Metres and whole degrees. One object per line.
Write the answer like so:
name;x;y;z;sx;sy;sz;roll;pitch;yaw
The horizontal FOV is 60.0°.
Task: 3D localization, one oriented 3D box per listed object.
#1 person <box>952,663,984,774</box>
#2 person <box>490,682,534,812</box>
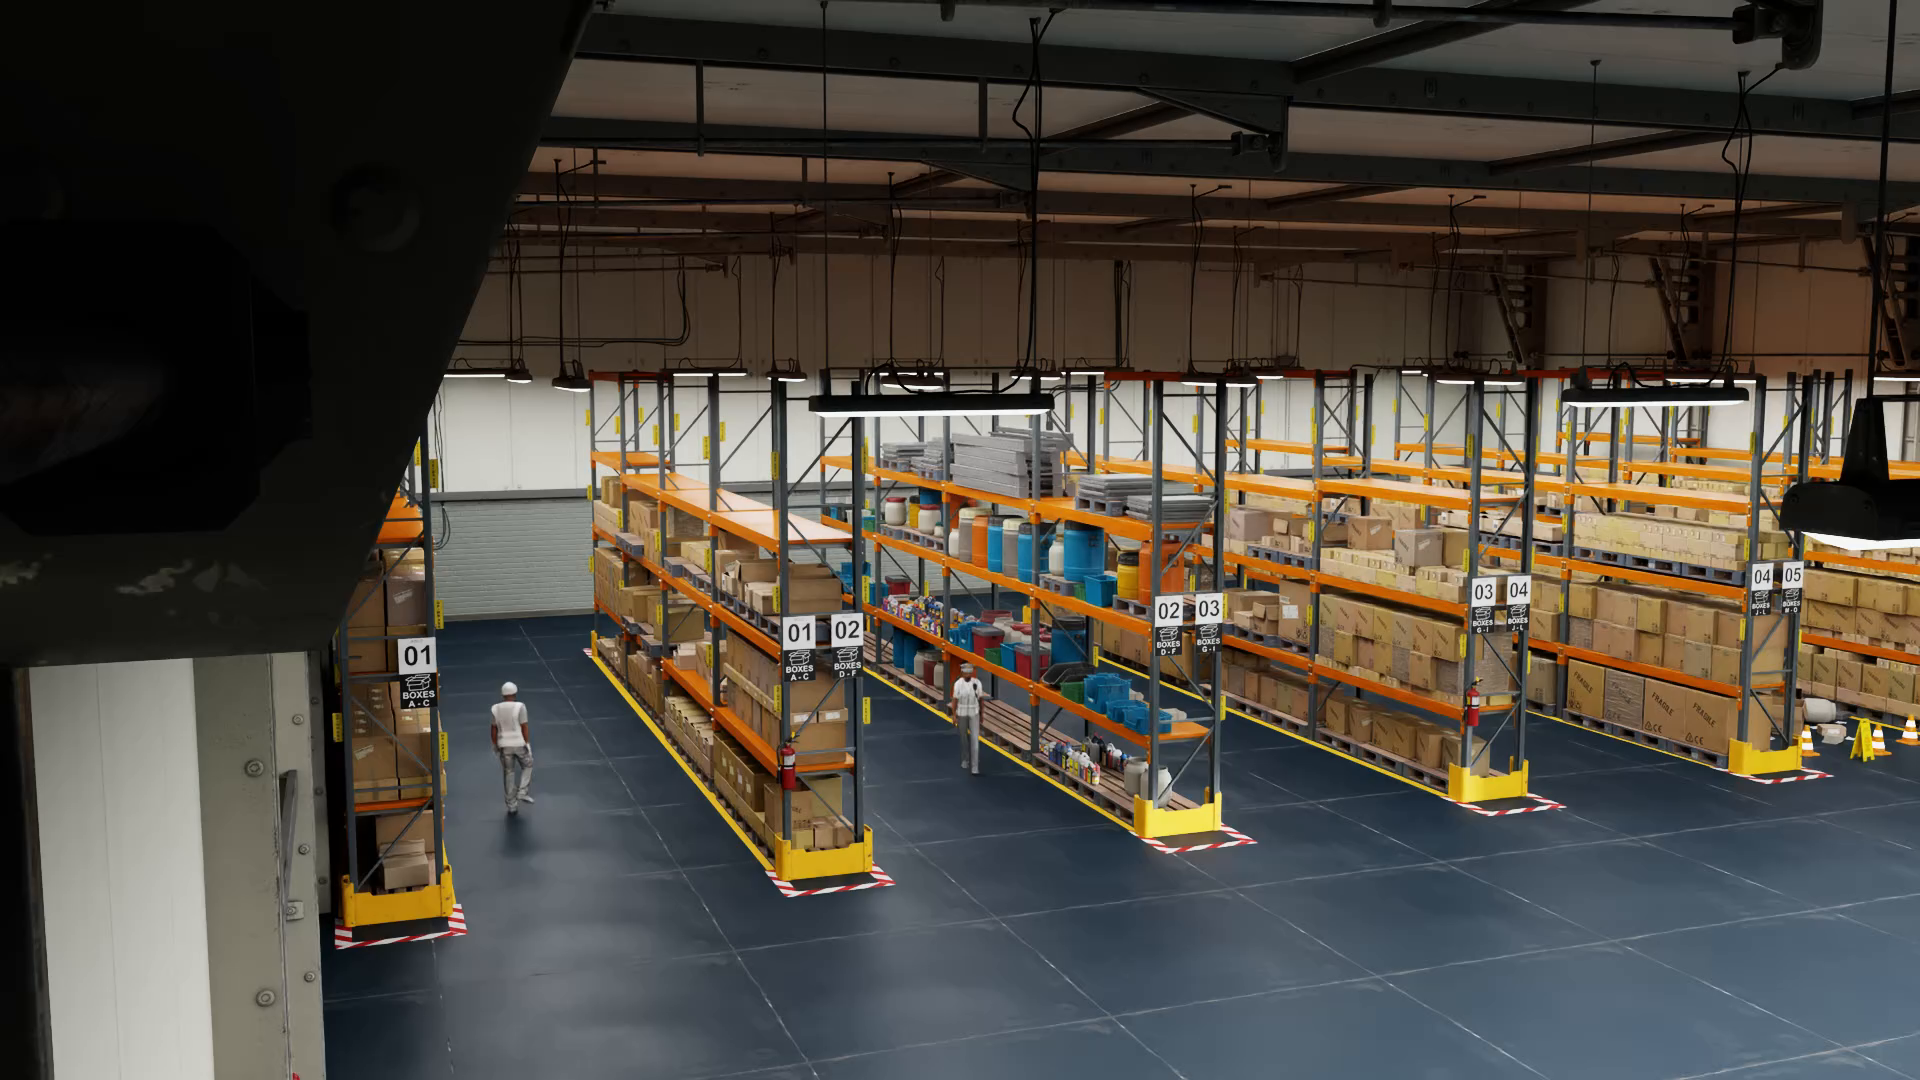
person;0.119;2.693;25.269;0.478;1.668;0.749;0;6;2
person;-6.229;2.864;23.113;0.586;1.773;0.486;-1;6;-5
